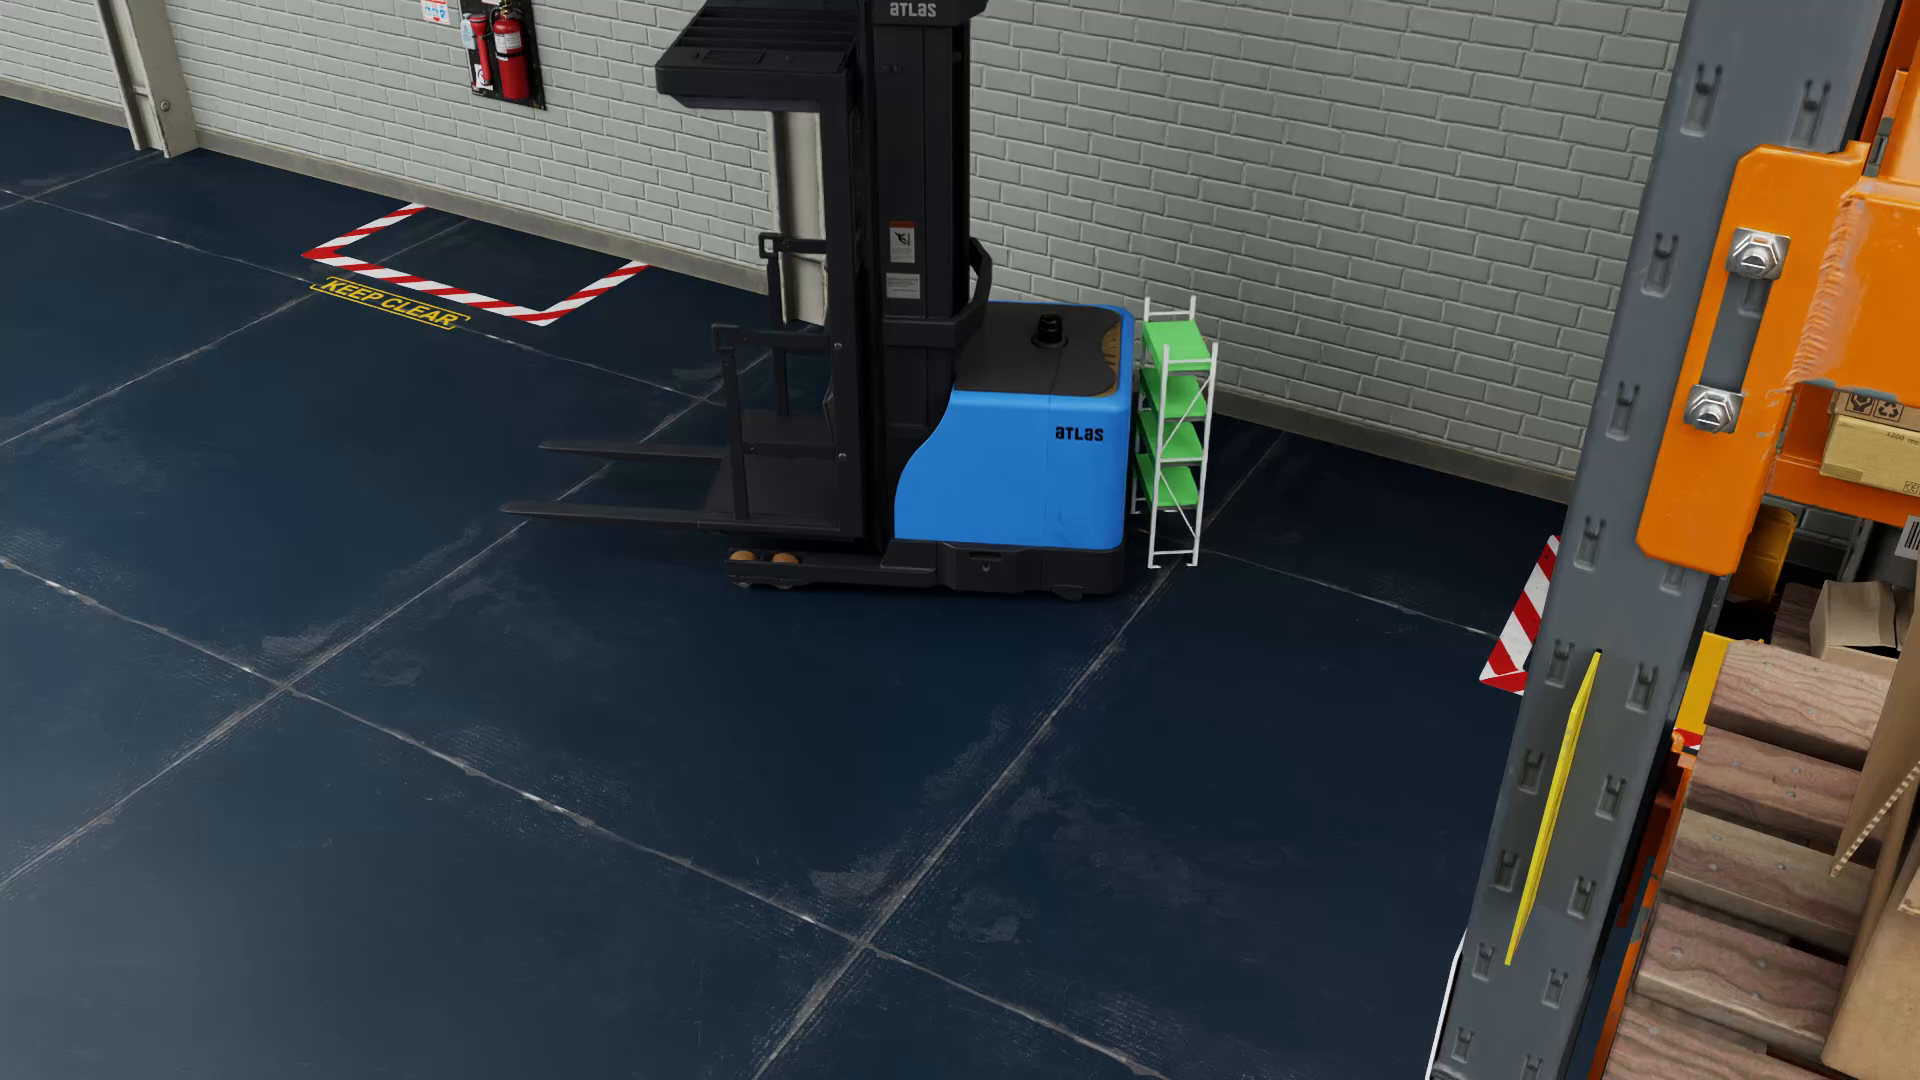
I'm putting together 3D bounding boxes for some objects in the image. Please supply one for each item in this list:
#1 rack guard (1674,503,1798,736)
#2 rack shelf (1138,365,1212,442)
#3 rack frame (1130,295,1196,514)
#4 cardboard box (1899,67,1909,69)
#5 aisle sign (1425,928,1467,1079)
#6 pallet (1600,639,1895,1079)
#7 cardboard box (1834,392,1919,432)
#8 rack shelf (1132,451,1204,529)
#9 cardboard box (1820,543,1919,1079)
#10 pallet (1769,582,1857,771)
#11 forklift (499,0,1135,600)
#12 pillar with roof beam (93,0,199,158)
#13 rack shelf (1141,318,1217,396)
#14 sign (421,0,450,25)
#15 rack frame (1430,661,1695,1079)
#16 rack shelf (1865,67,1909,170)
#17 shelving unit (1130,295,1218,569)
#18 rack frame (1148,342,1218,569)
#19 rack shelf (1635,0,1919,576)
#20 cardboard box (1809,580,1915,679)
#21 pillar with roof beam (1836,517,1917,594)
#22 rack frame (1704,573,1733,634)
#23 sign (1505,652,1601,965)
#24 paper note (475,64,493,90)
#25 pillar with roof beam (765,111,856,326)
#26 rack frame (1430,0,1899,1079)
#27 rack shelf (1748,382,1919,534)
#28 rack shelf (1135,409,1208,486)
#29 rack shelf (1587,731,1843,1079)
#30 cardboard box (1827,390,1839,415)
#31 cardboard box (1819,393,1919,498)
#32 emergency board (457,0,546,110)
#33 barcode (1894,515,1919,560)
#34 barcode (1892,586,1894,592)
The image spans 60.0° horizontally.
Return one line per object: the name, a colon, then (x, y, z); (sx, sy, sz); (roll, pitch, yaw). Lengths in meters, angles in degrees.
rack guard: (3.365, 0.318, 7.322); (0.348, 0.500, 1.175); (18, 37, 24)
rack shelf: (1.008, -0.652, 7.829); (0.258, 0.148, 0.480); (-3, 34, -4)
rack frame: (0.987, -0.640, 8.129); (0.240, 1.200, 0.015); (-3, 34, -4)
cardboard box: (3.465, -1.830, 5.477); (0.500, 0.500, 0.500); (19, 38, 26)
aisle sign: (0.635, 0.688, 2.164); (0.004, 0.787, 0.394); (18, 37, 24)
pallet: (1.445, 0.636, 1.962); (1.213, 0.211, 1.003); (18, 37, 24)
cardboard box: (3.564, -0.726, 6.074); (0.500, 0.500, 0.500); (18, 38, 24)
rack shelf: (1.008, -0.253, 8.095); (0.258, 0.148, 0.480); (-3, 34, -4)
cardboard box: (1.341, 0.277, 1.824); (0.637, 0.503, 0.797); (20, 39, 28)
pallet: (4.052, 0.678, 7.041); (1.213, 0.211, 1.003); (18, 37, 24)
forklift: (-0.699, -1.277, 7.523); (3.031, 2.935, 1.130); (3, 34, 5)
pillar with roof beam: (-8.219, -4.693, 7.179); (0.400, 9.000, 9.100); (18, 37, 24)
rack shelf: (1.008, -0.852, 7.696); (0.258, 0.148, 0.480); (-3, 34, -4)
sign: (-3.429, -3.532, 10.816); (0.234, 0.329, 0.001); (18, 37, 24)
rack frame: (0.844, 1.641, 3.079); (0.127, 3.000, 1.000); (18, 37, 24)
rack shelf: (5.035, -1.143, 5.203); (4.000, 0.370, 1.077); (18, 37, 24)
shelving unit: (1.008, -0.506, 7.927); (0.258, 1.200, 0.503); (-3, 34, -4)
rack frame: (1.029, -0.371, 7.724); (0.240, 1.200, 0.015); (-3, 34, -4)
rack shelf: (2.580, 0.160, 0.901); (4.000, 0.370, 1.077); (18, 37, 24)
cardboard box: (3.855, 0.426, 6.933); (0.500, 0.311, 0.500); (13, 36, 19)
pillar with roof beam: (2.200, -1.393, 2.223); (0.400, 9.000, 9.100); (18, 37, 24)
rack frame: (3.299, -0.744, 6.661); (0.127, 3.000, 1.000); (18, 37, 24)
sign: (0.563, 0.261, 1.585); (0.005, 0.325, 0.100); (18, 37, 24)
paper note: (-3.120, -3.031, 10.890); (0.142, 0.148, 0.016); (18, 37, 24)
pillar with roof beam: (-3.010, -3.043, 4.701); (0.400, 9.000, 9.100); (18, 37, 24)
rack frame: (0.844, -0.856, 1.416); (0.127, 3.000, 1.000); (18, 37, 24)
rack shelf: (5.035, 0.106, 6.034); (4.000, 0.370, 1.077); (18, 37, 24)
rack shelf: (1.008, -0.452, 7.962); (0.258, 0.148, 0.480); (-3, 34, -4)
rack shelf: (2.580, 1.242, 1.621); (4.000, 0.370, 1.077); (18, 37, 24)
cardboard box: (3.801, -0.654, 6.644); (0.500, 0.250, 0.500); (18, 38, 25)
cardboard box: (3.565, -0.403, 6.266); (0.500, 0.250, 0.500); (16, 37, 23)
emergency board: (-3.000, -3.316, 10.523); (0.643, 1.169, 0.194); (18, 37, 24)
barcode: (1.345, 0.002, 2.311); (0.075, 0.075, 0.001); (18, 37, 24)
barcode: (4.069, 0.235, 7.212); (0.075, 0.075, 0.001); (18, 37, 24)
